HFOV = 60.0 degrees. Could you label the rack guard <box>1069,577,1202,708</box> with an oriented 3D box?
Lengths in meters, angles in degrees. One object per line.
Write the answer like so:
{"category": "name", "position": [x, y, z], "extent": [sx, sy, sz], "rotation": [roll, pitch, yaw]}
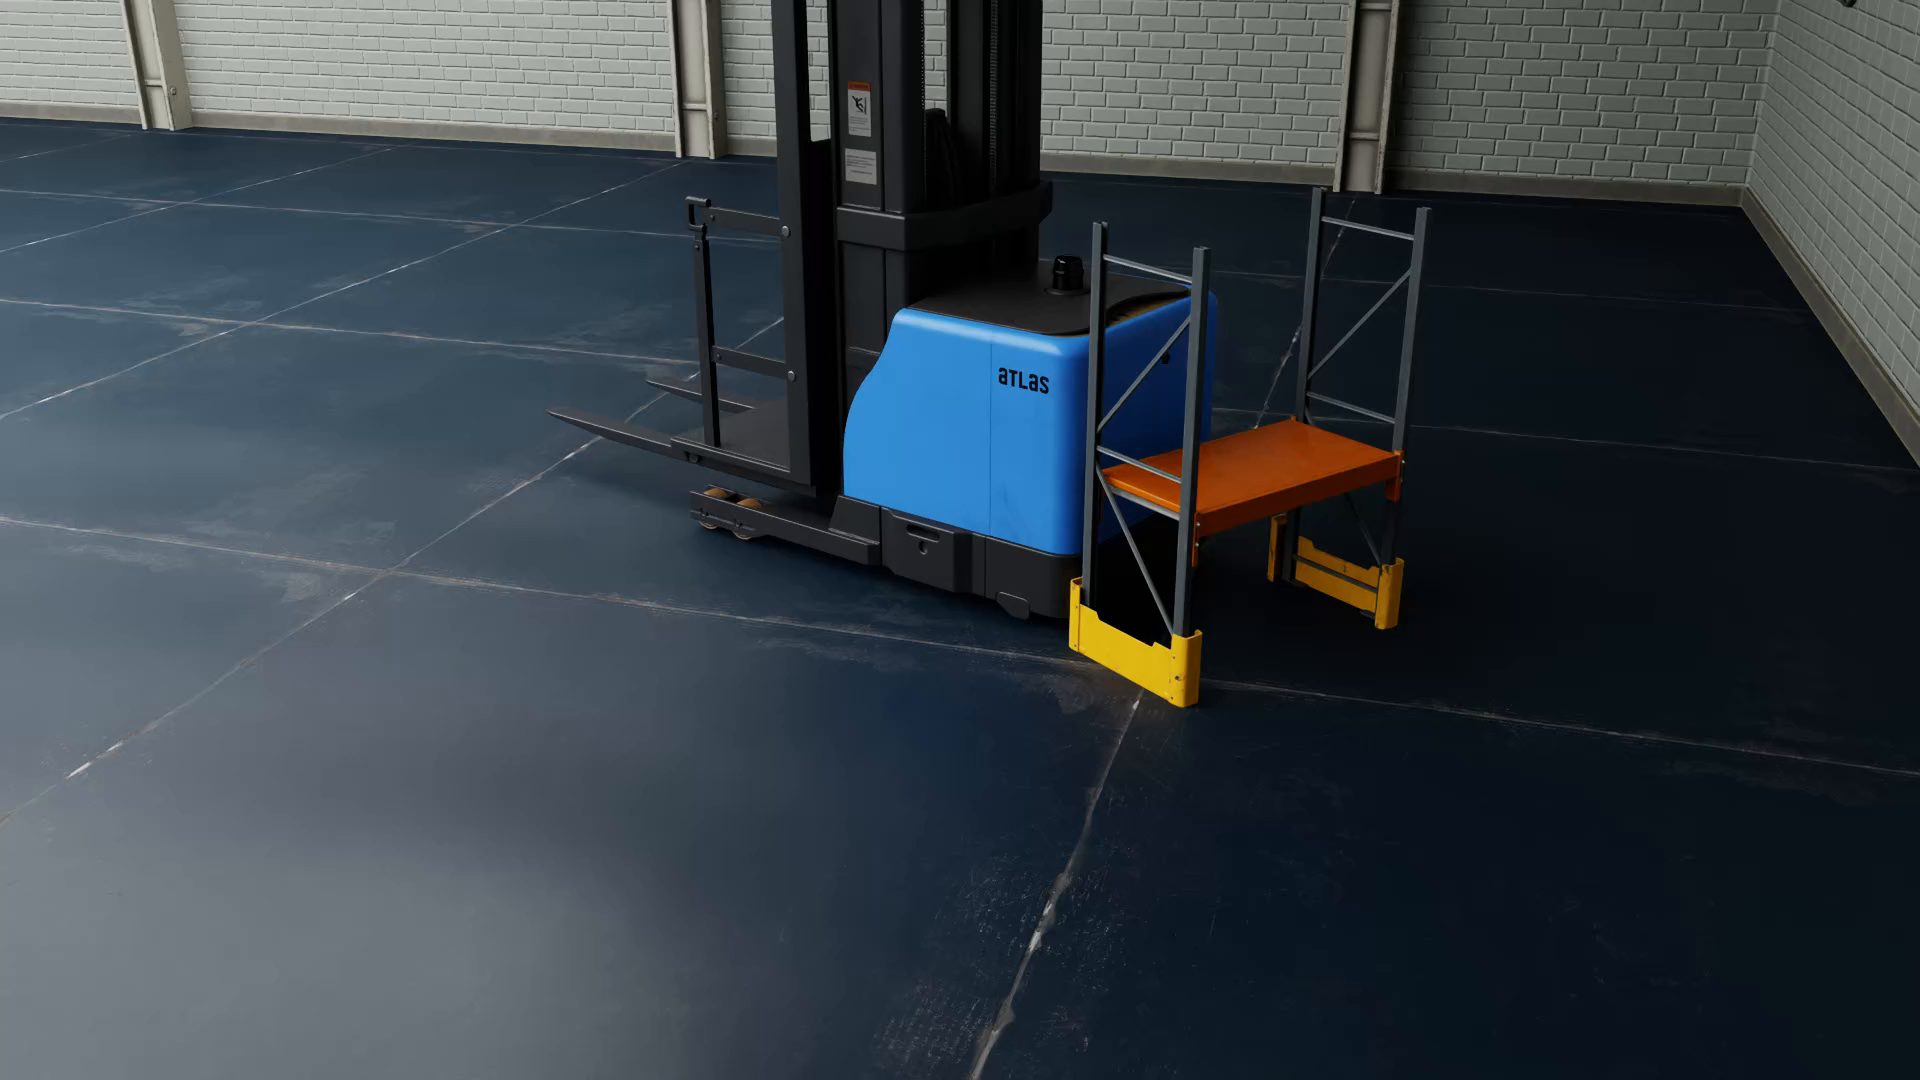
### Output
{"category": "rack guard", "position": [0.584, 0.337, 5.619], "extent": [0.087, 0.250, 0.587], "rotation": [-16, 27, -33]}

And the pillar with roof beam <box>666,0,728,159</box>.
{"category": "pillar with roof beam", "position": [-3.650, -6.191, 10.006], "extent": [0.400, 9.000, 9.100], "rotation": [7, 23, 16]}

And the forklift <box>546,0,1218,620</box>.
{"category": "forklift", "position": [-0.496, -1.499, 6.562], "extent": [3.031, 2.935, 1.130], "rotation": [16, 27, 34]}

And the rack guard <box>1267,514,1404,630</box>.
{"category": "rack guard", "position": [1.383, 0.112, 6.169], "extent": [0.087, 0.250, 0.587], "rotation": [-16, 27, -33]}

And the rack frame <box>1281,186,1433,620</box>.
{"category": "rack frame", "position": [1.399, -0.471, 5.942], "extent": [0.032, 1.500, 0.500], "rotation": [-16, 27, -33]}

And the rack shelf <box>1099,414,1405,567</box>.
{"category": "rack shelf", "position": [0.991, -0.190, 5.730], "extent": [1.000, 0.185, 0.538], "rotation": [-16, 27, -33]}

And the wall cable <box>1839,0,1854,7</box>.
{"category": "wall cable", "position": [5.777, -4.858, 10.847], "extent": [0.112, 2.526, 3.097], "rotation": [7, 23, 16]}

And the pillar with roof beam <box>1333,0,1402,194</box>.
{"category": "pillar with roof beam", "position": [2.095, -5.534, 8.403], "extent": [0.400, 9.000, 9.100], "rotation": [7, 23, 16]}

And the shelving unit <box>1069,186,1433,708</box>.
{"category": "shelving unit", "position": [0.984, -0.354, 5.657], "extent": [1.083, 1.500, 0.587], "rotation": [-16, 27, -33]}

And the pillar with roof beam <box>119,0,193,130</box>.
{"category": "pillar with roof beam", "position": [-9.394, -6.849, 11.610], "extent": [0.400, 9.000, 9.100], "rotation": [7, 23, 16]}

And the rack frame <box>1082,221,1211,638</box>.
{"category": "rack frame", "position": [0.583, -0.241, 5.382], "extent": [0.032, 1.500, 0.500], "rotation": [-16, 27, -33]}
